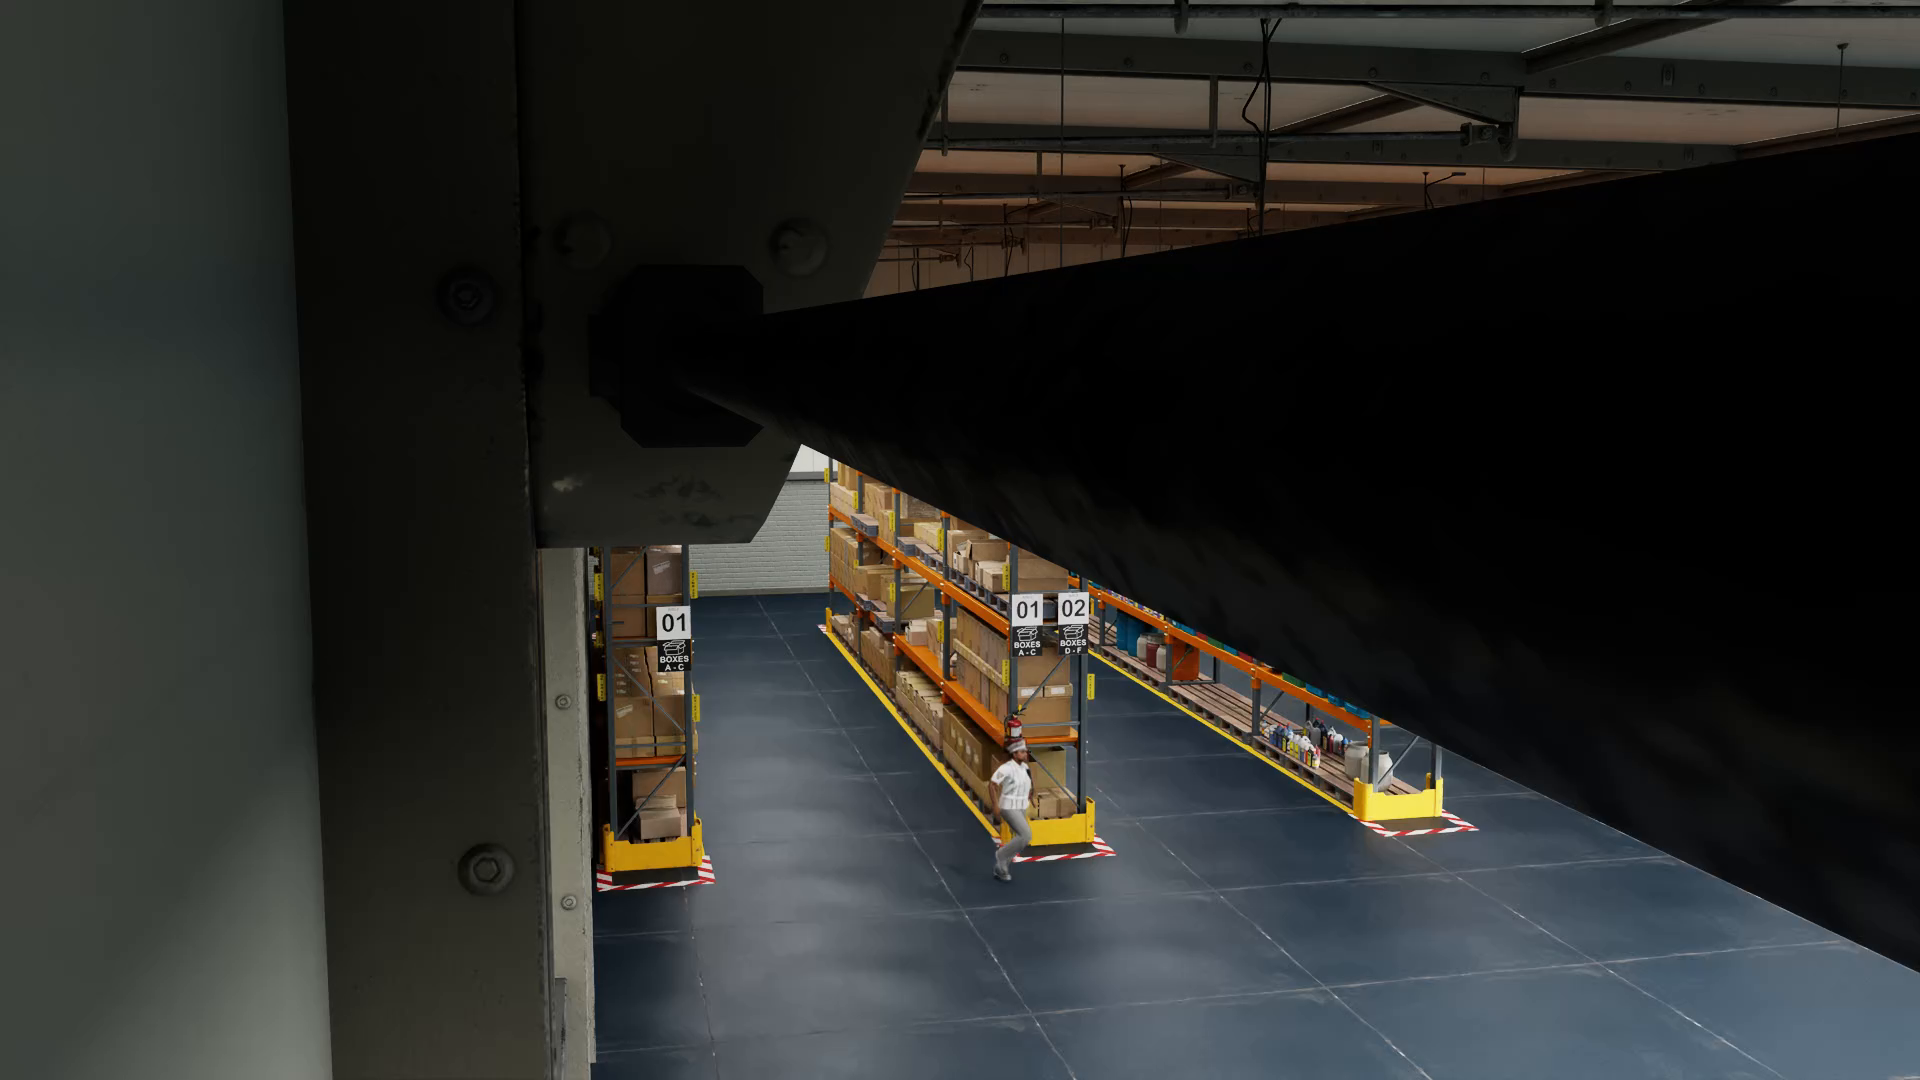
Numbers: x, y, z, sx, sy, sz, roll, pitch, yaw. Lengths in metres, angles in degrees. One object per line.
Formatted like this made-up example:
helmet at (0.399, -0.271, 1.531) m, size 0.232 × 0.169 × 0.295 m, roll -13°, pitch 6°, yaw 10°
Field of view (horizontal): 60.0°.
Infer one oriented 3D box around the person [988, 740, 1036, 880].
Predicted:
person at (0.698, 3.188, 19.700) m, size 0.536 × 1.629 × 0.590 m, roll 5°, pitch 9°, yaw 37°
